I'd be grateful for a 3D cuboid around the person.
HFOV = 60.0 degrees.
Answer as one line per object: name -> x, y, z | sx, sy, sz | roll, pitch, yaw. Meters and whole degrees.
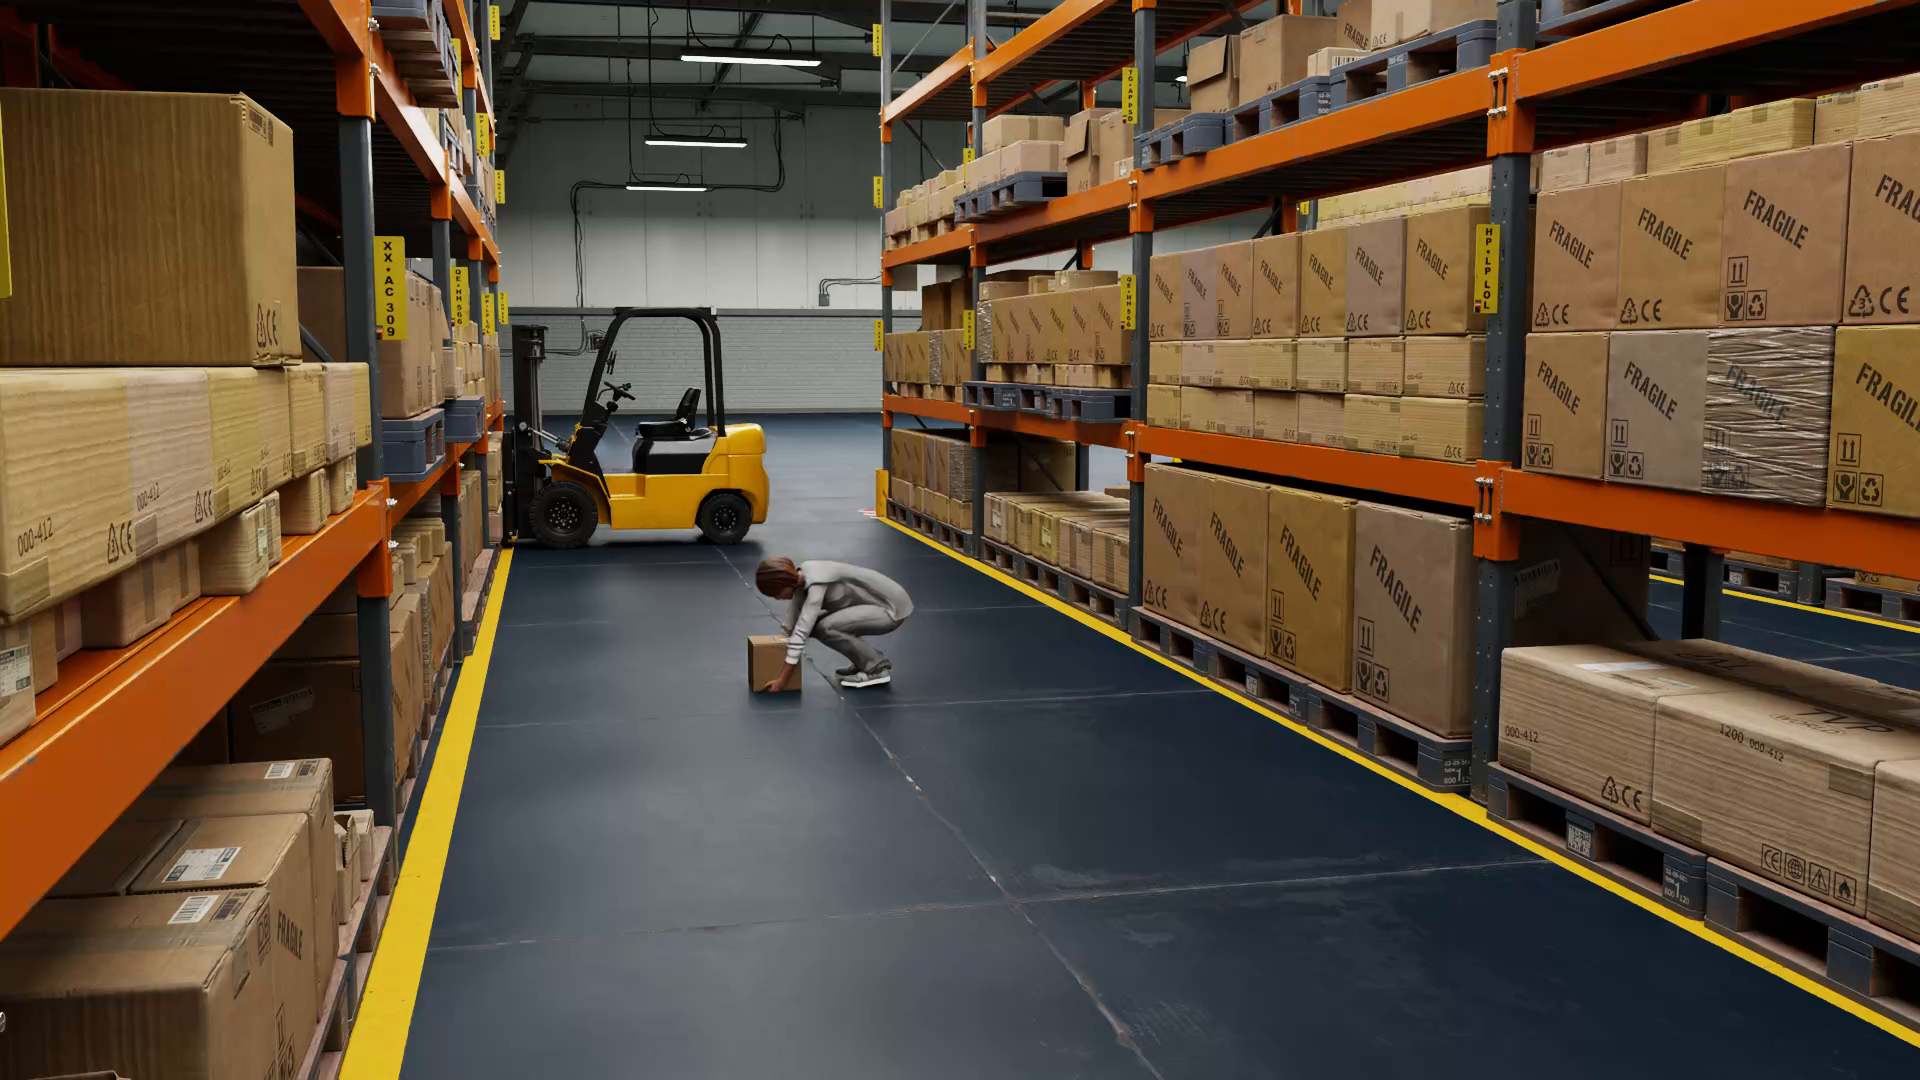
person -> -0.657, 0.445, 8.732 | 0.839, 0.762, 0.431 | -2, 7, -15
